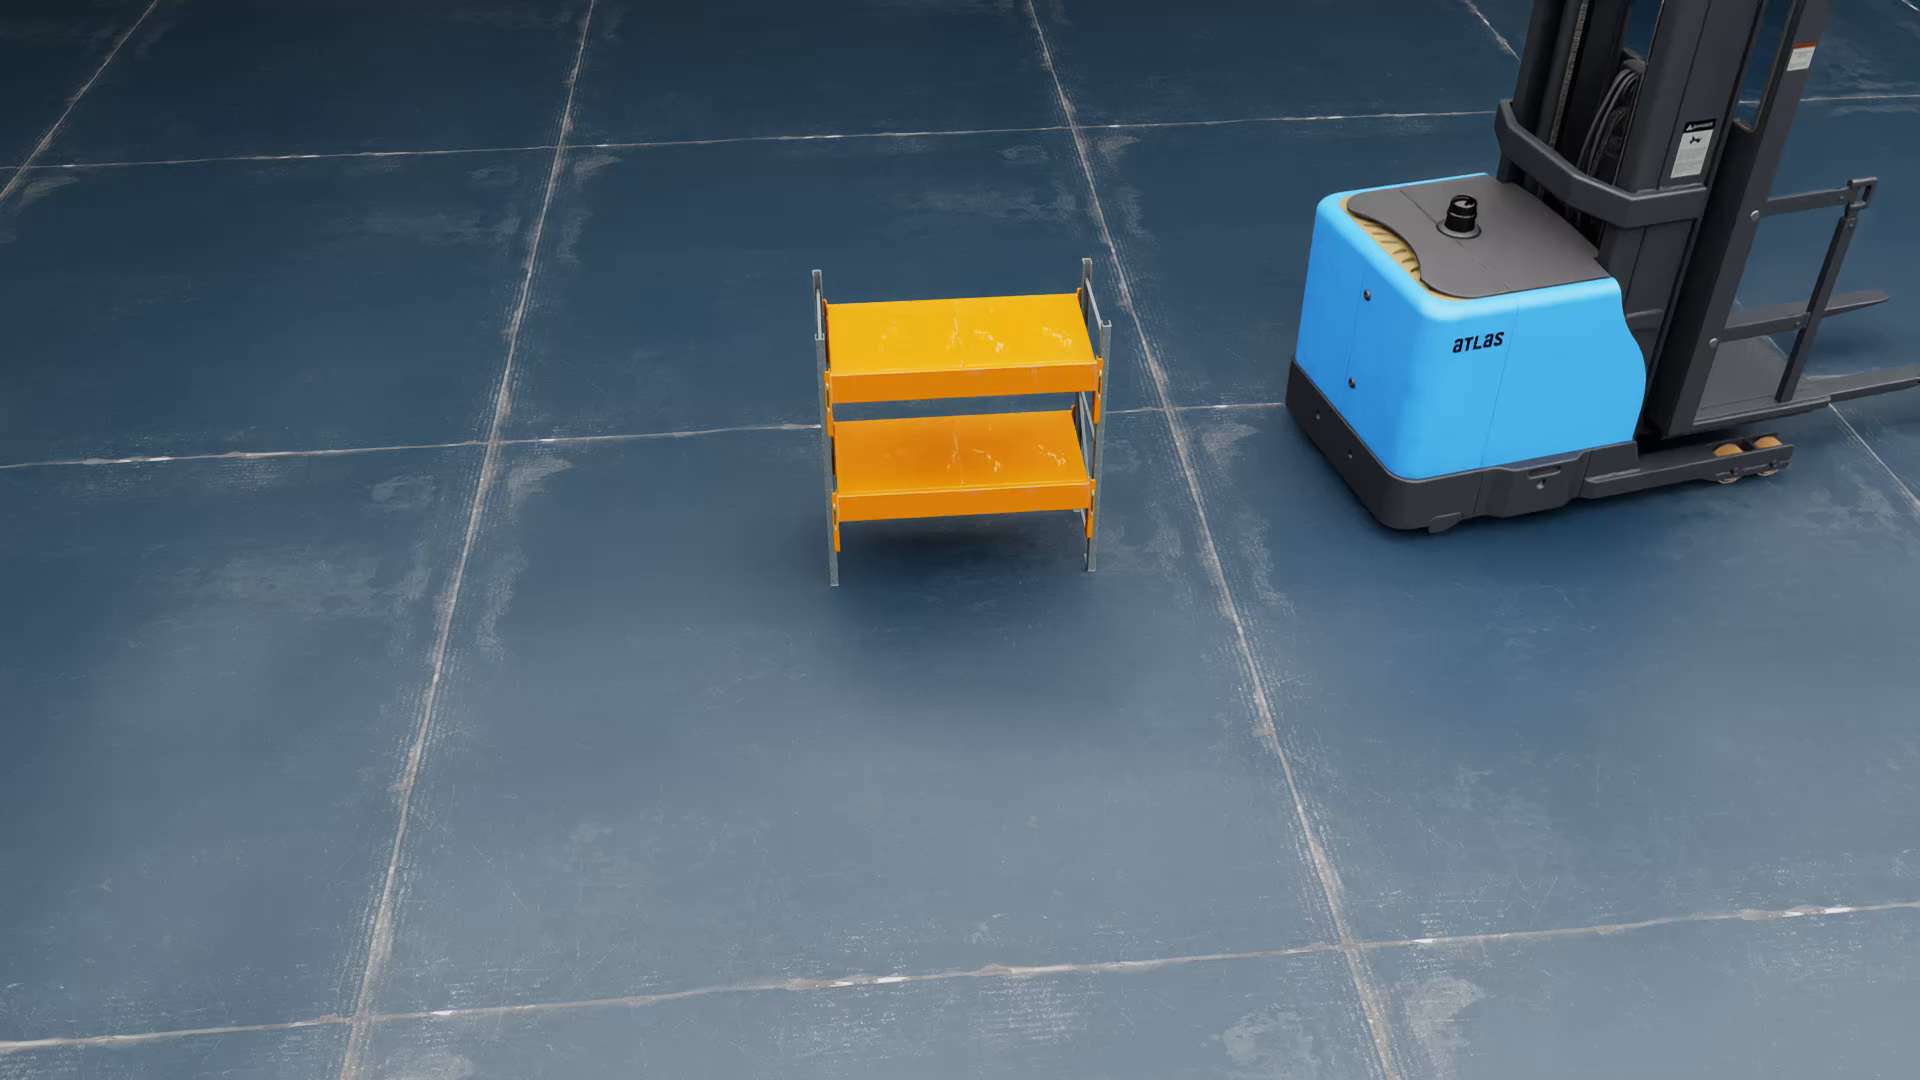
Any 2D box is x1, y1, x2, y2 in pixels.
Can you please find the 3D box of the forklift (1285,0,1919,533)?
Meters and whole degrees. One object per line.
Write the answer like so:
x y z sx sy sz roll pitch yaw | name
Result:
3.022 -1.694 6.531 3.031 2.935 1.130 -10 39 -13 | forklift

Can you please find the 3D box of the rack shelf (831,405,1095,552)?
-0.007 -0.249 6.553 1.000 0.278 0.538 -3 38 -4 | rack shelf

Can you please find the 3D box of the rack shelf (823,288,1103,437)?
-0.007 -0.671 6.220 1.000 0.278 0.538 -3 38 -4 | rack shelf

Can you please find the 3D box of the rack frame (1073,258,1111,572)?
0.500 -0.469 6.436 0.032 1.125 0.500 -3 38 -4 | rack frame

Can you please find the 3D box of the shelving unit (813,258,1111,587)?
-0.007 -0.441 6.401 1.048 1.125 0.538 -3 38 -4 | shelving unit

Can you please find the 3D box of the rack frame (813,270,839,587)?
-0.513 -0.413 6.366 0.032 1.125 0.500 -3 38 -4 | rack frame
